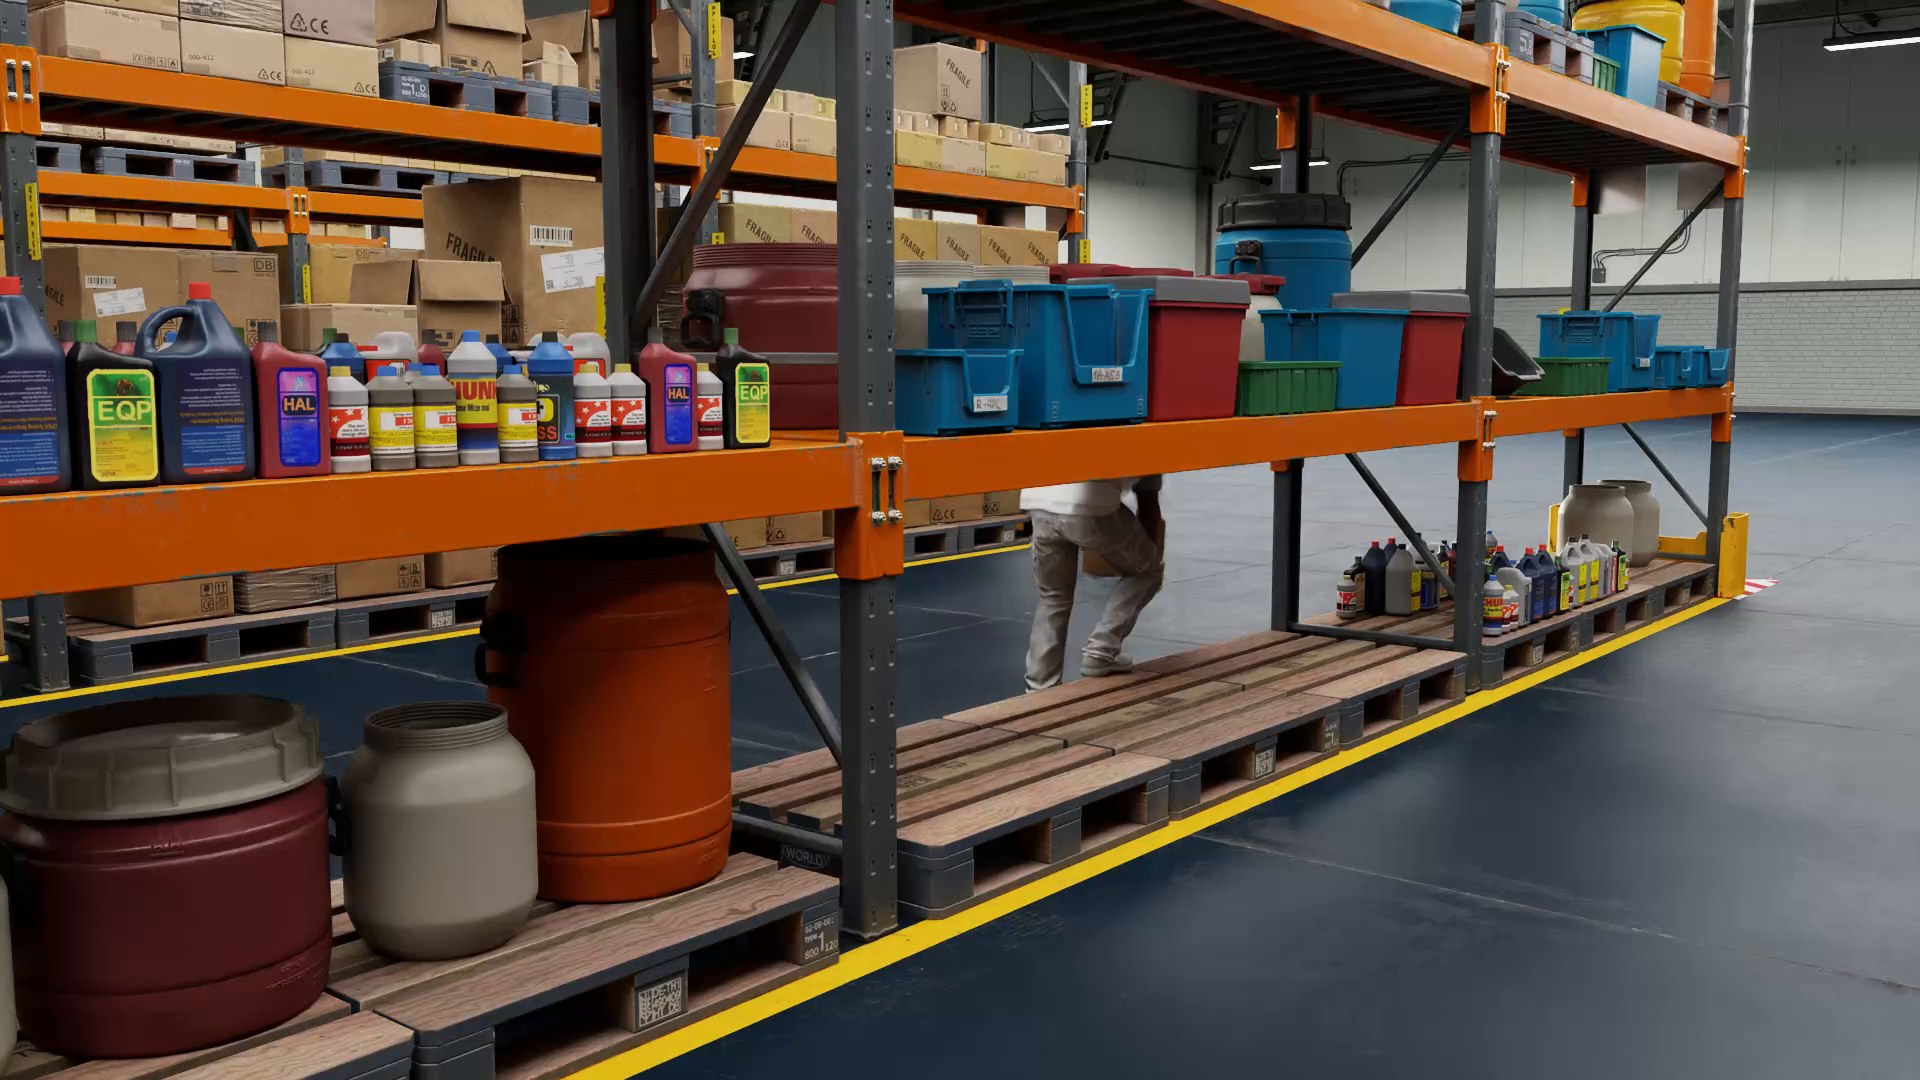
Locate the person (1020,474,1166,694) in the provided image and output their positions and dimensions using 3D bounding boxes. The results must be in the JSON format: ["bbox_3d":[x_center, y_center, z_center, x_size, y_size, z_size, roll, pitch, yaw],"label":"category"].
[{"bbox_3d":[0.618,-0.004,7.008,0.505,1.474,0.862,5,8,38],"label":"person"}]
